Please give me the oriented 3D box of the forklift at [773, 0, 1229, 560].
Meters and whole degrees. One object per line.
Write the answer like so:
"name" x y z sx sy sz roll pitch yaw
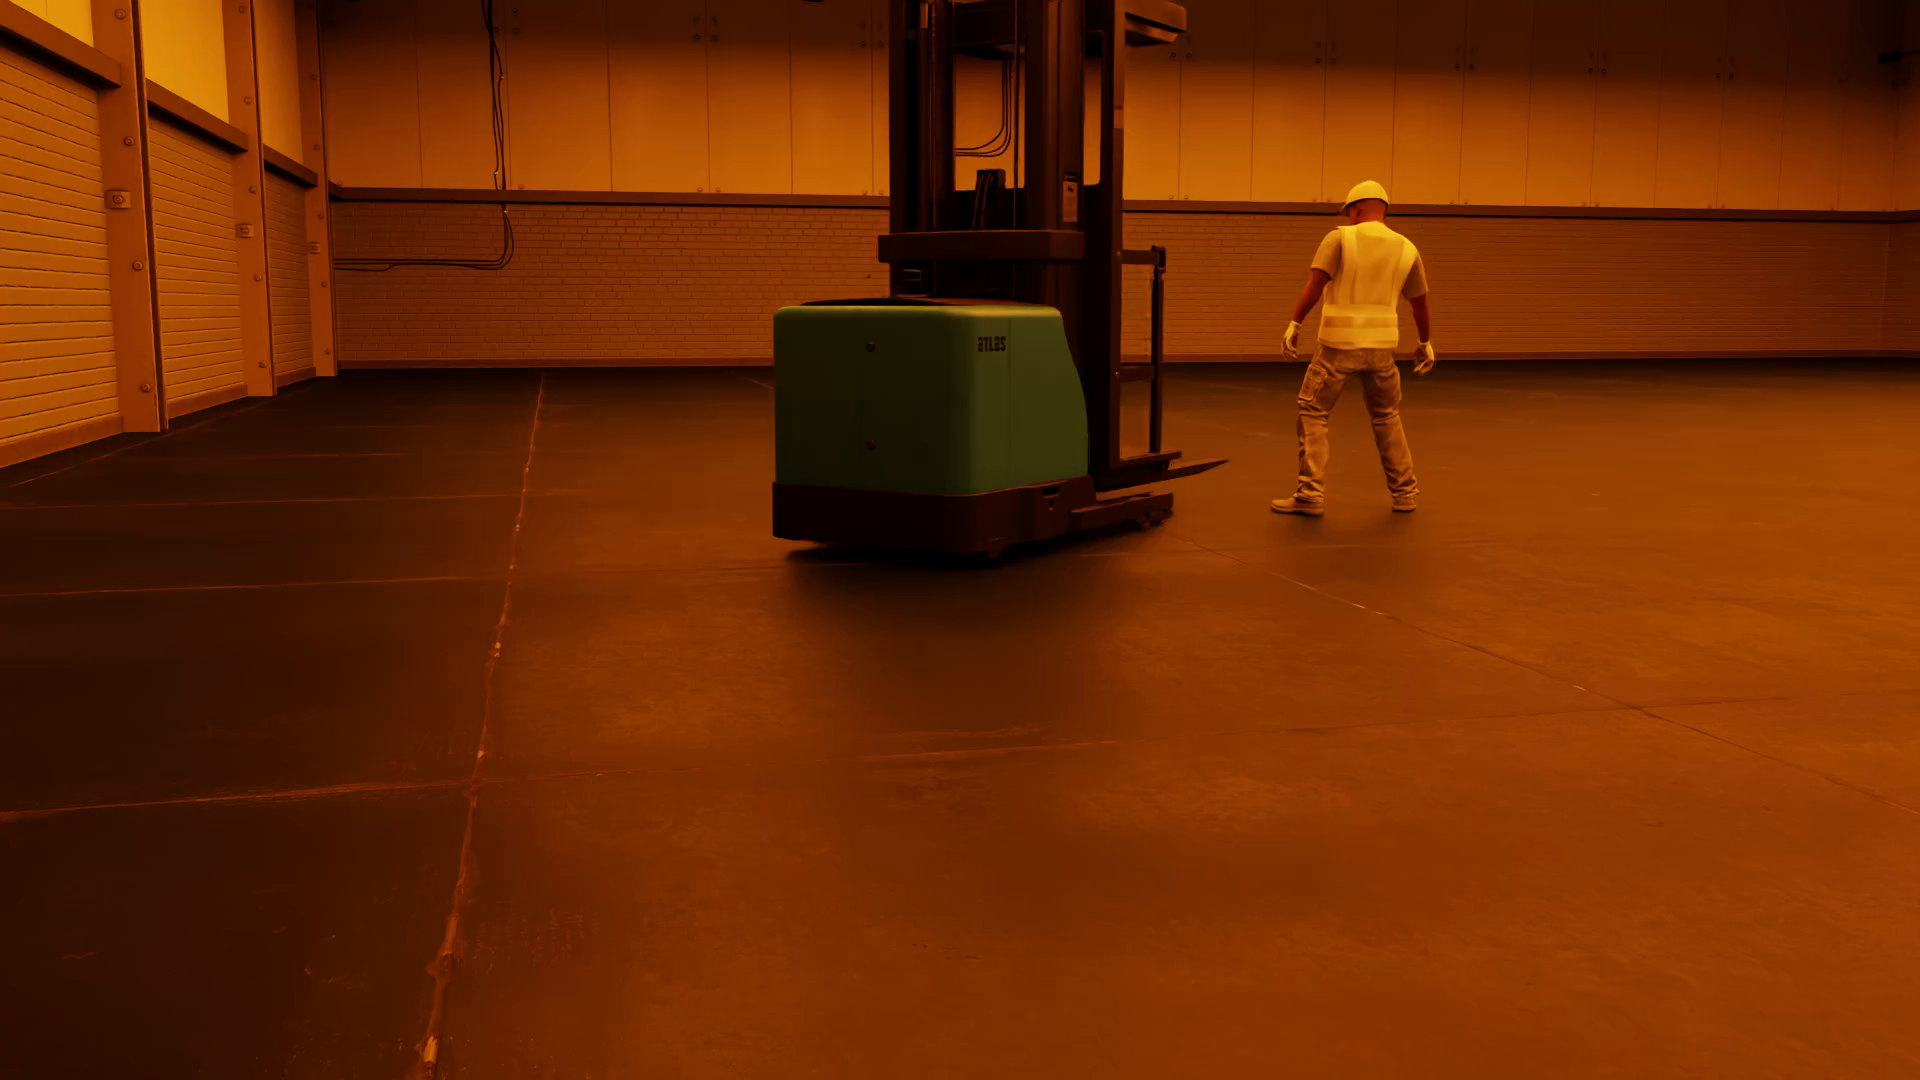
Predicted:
"forklift" 0.404 -1.532 8.079 1.130 2.935 3.031 5 9 33

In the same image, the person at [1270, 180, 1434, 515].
"person" 2.098 -1.016 8.748 0.937 1.733 0.433 -2 8 -14
